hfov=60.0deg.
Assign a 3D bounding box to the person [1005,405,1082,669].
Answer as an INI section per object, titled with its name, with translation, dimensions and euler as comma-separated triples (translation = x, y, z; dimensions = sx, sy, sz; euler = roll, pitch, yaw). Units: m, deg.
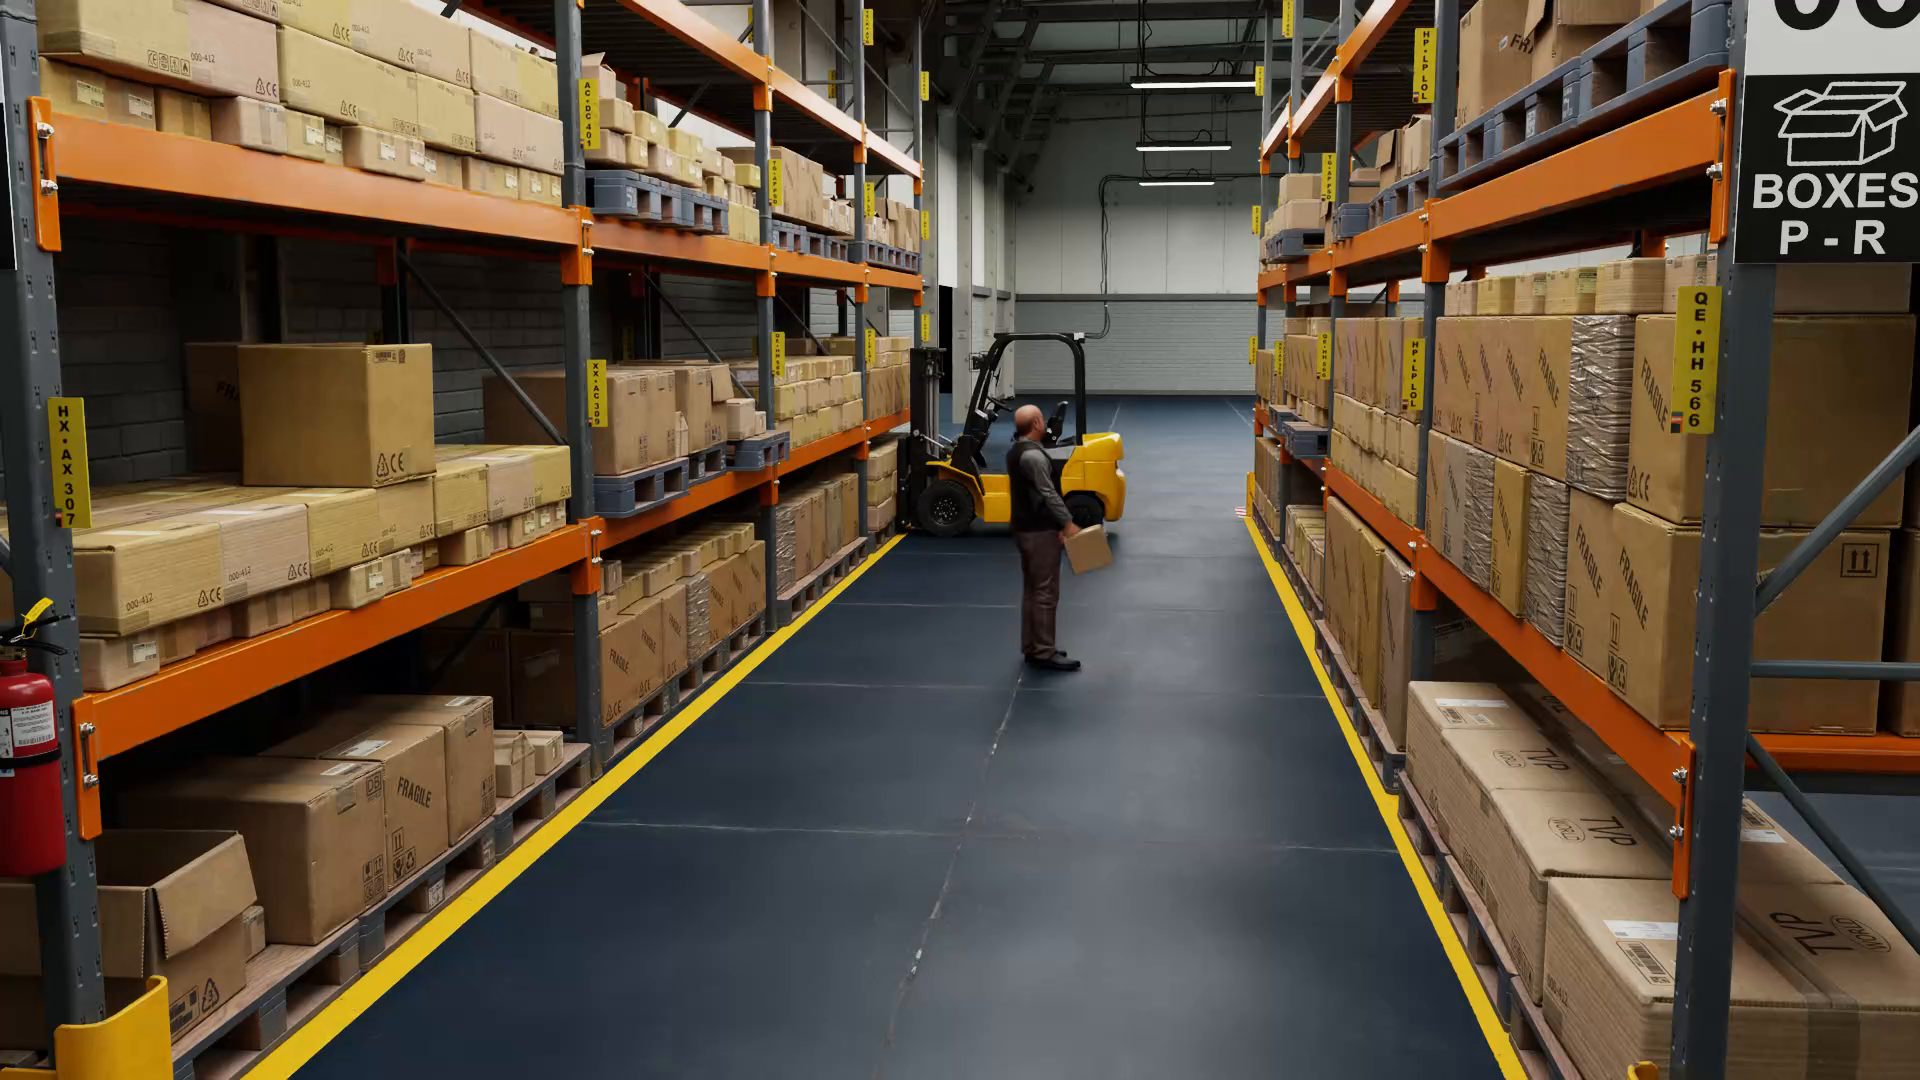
[person]
translation = 0.560, -0.033, 11.080
dimensions = 0.469, 1.726, 0.571
euler = -2, 8, -11
